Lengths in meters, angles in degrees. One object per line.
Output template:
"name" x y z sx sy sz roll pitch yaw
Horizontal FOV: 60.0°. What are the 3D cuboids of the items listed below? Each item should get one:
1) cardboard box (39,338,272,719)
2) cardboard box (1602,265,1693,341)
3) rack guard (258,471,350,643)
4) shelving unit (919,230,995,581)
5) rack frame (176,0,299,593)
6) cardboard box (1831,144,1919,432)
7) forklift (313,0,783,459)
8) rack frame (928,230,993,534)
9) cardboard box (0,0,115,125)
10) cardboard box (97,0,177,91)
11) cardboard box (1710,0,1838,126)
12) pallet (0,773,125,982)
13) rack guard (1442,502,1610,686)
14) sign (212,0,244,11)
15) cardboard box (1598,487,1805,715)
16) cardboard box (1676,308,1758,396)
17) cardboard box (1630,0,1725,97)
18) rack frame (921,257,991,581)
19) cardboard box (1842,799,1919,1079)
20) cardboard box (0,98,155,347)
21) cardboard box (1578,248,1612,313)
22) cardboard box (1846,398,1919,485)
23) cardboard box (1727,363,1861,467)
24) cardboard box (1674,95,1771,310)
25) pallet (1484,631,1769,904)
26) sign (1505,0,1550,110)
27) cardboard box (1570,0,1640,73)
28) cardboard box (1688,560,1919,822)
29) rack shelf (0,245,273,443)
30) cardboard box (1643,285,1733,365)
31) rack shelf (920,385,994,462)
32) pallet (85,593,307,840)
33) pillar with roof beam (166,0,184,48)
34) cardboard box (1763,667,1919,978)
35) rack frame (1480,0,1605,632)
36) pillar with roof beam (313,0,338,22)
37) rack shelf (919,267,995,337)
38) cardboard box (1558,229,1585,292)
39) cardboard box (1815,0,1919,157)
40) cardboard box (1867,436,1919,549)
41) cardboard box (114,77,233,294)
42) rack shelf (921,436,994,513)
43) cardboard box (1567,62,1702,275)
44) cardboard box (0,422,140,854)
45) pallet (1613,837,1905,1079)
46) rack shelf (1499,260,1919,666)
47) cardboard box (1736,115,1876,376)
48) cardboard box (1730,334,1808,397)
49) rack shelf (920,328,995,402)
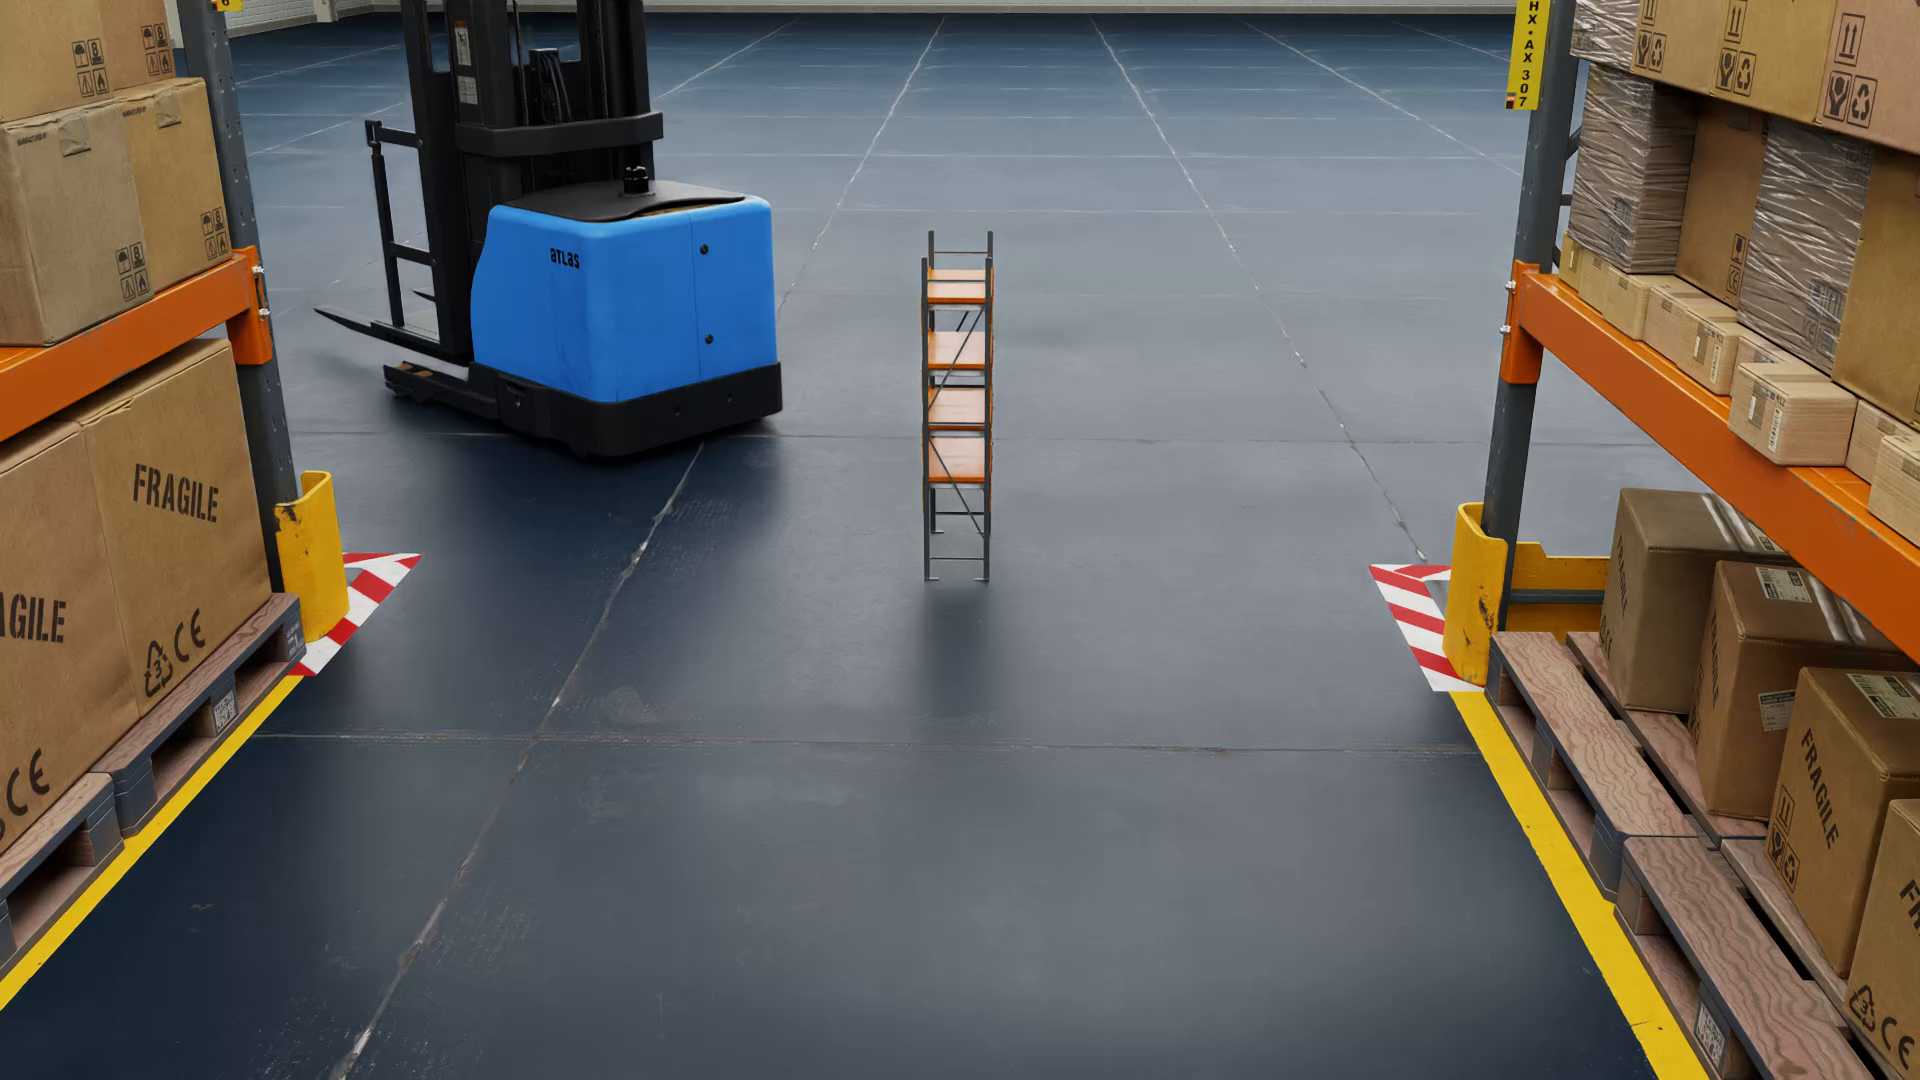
"cardboard box" -2.704 -0.066 4.908 0.875 0.875 0.875 1 21 2
"cardboard box" 1.908 -0.617 4.321 0.380 0.149 0.250 1 21 2
"rack guard" -2.749 0.050 5.708 1.175 0.500 0.348 1 21 2
"shelving unit" -0.005 -0.500 6.158 0.258 1.200 0.503 1 21 2
"rack frame" -2.750 -1.106 5.234 1.000 3.000 0.127 1 21 2
"cardboard box" 2.180 -0.459 3.016 0.875 0.500 0.500 1 21 2
"forklift" -2.264 -2.162 8.048 3.031 2.935 1.130 19 28 40
"rack frame" 0.002 -0.588 6.385 0.240 1.200 0.015 1 21 2
"cardboard box" -2.724 -1.346 4.151 0.875 0.550 0.550 1 21 2
"cardboard box" -2.800 -1.546 4.667 0.875 0.550 0.550 1 21 2
"cardboard box" 1.880 -1.109 3.310 0.500 0.500 0.500 1 21 2
"pallet" -2.736 0.924 3.857 1.003 0.211 1.213 1 21 2
"rack guard" 2.202 0.178 5.380 1.175 0.500 0.348 1 21 2
"sign" -2.208 -1.746 4.953 0.100 0.325 0.005 1 21 2
"cardboard box" 2.169 0.180 4.794 0.500 0.500 0.500 5 22 12
"cardboard box" 1.907 -0.436 3.854 0.380 0.149 0.250 1 21 2
"cardboard box" 1.893 -1.290 3.776 0.500 0.500 0.500 1 21 2
"rack frame" -0.012 -0.411 5.930 0.240 1.200 0.015 1 21 2
"cardboard box" 2.085 0.824 3.134 0.500 0.500 0.500 -1 21 -3
"cardboard box" -2.711 -0.843 4.346 0.875 0.550 0.550 1 21 2
"cardboard box" 1.931 -0.708 4.553 0.380 0.149 0.250 1 21 2
"cardboard box" 1.940 -0.165 3.154 0.380 0.149 0.250 1 21 2
"cardboard box" 1.815 -0.256 3.390 0.380 0.149 0.250 1 21 2
"cardboard box" 2.265 -0.820 3.946 0.875 0.500 0.500 1 21 2
"pallet" 2.142 0.606 4.676 1.003 0.211 1.213 1 21 2
"sign" 1.662 -1.425 4.858 0.100 0.325 0.005 1 21 2
"cardboard box" 1.916 -1.471 4.241 0.500 0.500 0.500 1 21 2
"cardboard box" 2.185 0.396 4.236 0.500 0.500 0.500 6 22 16
"rack shelf" -2.811 -0.048 3.500 1.077 0.370 4.000 1 21 2
"cardboard box" 1.922 -0.527 4.087 0.380 0.149 0.250 1 21 2
"rack shelf" -0.005 -0.437 6.182 0.258 0.148 0.480 1 21 2
"pallet" -2.696 0.484 4.991 1.003 0.211 1.213 1 21 2
"pillar with roof beam" -8.551 -12.363 25.951 9.100 9.000 0.400 1 21 2
"cardboard box" 2.147 0.623 3.653 0.500 0.500 0.500 3 21 7
"rack frame" 2.205 -1.015 4.999 1.000 3.000 0.127 1 21 2
"pillar with roof beam" -8.369 -14.532 31.542 9.100 9.000 0.400 1 21 2
"rack shelf" -0.005 -0.866 6.015 0.258 0.148 0.480 1 21 2
"cardboard box" 1.958 -0.798 4.786 0.380 0.149 0.250 1 21 2
"cardboard box" 1.870 -0.928 2.844 0.500 0.500 0.500 1 21 2
"cardboard box" 1.856 -0.075 2.923 0.380 0.149 0.250 1 21 2
"cardboard box" -2.716 -1.042 4.860 0.875 0.550 0.550 1 21 2
"rack shelf" -0.005 -0.252 6.254 0.258 0.148 0.480 1 21 2
"cardboard box" 2.161 -1.002 4.415 0.875 0.500 0.500 1 21 2
"cardboard box" -2.729 0.252 4.088 0.875 0.875 0.875 0 21 1
"pallet" 2.102 1.046 3.543 1.003 0.211 1.213 1 21 2
"rack shelf" 2.144 0.043 3.265 1.077 0.370 4.000 1 21 2
"cardboard box" 2.207 -0.640 3.481 0.875 0.500 0.500 1 21 2
"cardboard box" 1.926 -0.346 3.621 0.380 0.149 0.250 1 21 2
"rack shelf" -0.005 -0.645 6.101 0.258 0.148 0.480 1 21 2
